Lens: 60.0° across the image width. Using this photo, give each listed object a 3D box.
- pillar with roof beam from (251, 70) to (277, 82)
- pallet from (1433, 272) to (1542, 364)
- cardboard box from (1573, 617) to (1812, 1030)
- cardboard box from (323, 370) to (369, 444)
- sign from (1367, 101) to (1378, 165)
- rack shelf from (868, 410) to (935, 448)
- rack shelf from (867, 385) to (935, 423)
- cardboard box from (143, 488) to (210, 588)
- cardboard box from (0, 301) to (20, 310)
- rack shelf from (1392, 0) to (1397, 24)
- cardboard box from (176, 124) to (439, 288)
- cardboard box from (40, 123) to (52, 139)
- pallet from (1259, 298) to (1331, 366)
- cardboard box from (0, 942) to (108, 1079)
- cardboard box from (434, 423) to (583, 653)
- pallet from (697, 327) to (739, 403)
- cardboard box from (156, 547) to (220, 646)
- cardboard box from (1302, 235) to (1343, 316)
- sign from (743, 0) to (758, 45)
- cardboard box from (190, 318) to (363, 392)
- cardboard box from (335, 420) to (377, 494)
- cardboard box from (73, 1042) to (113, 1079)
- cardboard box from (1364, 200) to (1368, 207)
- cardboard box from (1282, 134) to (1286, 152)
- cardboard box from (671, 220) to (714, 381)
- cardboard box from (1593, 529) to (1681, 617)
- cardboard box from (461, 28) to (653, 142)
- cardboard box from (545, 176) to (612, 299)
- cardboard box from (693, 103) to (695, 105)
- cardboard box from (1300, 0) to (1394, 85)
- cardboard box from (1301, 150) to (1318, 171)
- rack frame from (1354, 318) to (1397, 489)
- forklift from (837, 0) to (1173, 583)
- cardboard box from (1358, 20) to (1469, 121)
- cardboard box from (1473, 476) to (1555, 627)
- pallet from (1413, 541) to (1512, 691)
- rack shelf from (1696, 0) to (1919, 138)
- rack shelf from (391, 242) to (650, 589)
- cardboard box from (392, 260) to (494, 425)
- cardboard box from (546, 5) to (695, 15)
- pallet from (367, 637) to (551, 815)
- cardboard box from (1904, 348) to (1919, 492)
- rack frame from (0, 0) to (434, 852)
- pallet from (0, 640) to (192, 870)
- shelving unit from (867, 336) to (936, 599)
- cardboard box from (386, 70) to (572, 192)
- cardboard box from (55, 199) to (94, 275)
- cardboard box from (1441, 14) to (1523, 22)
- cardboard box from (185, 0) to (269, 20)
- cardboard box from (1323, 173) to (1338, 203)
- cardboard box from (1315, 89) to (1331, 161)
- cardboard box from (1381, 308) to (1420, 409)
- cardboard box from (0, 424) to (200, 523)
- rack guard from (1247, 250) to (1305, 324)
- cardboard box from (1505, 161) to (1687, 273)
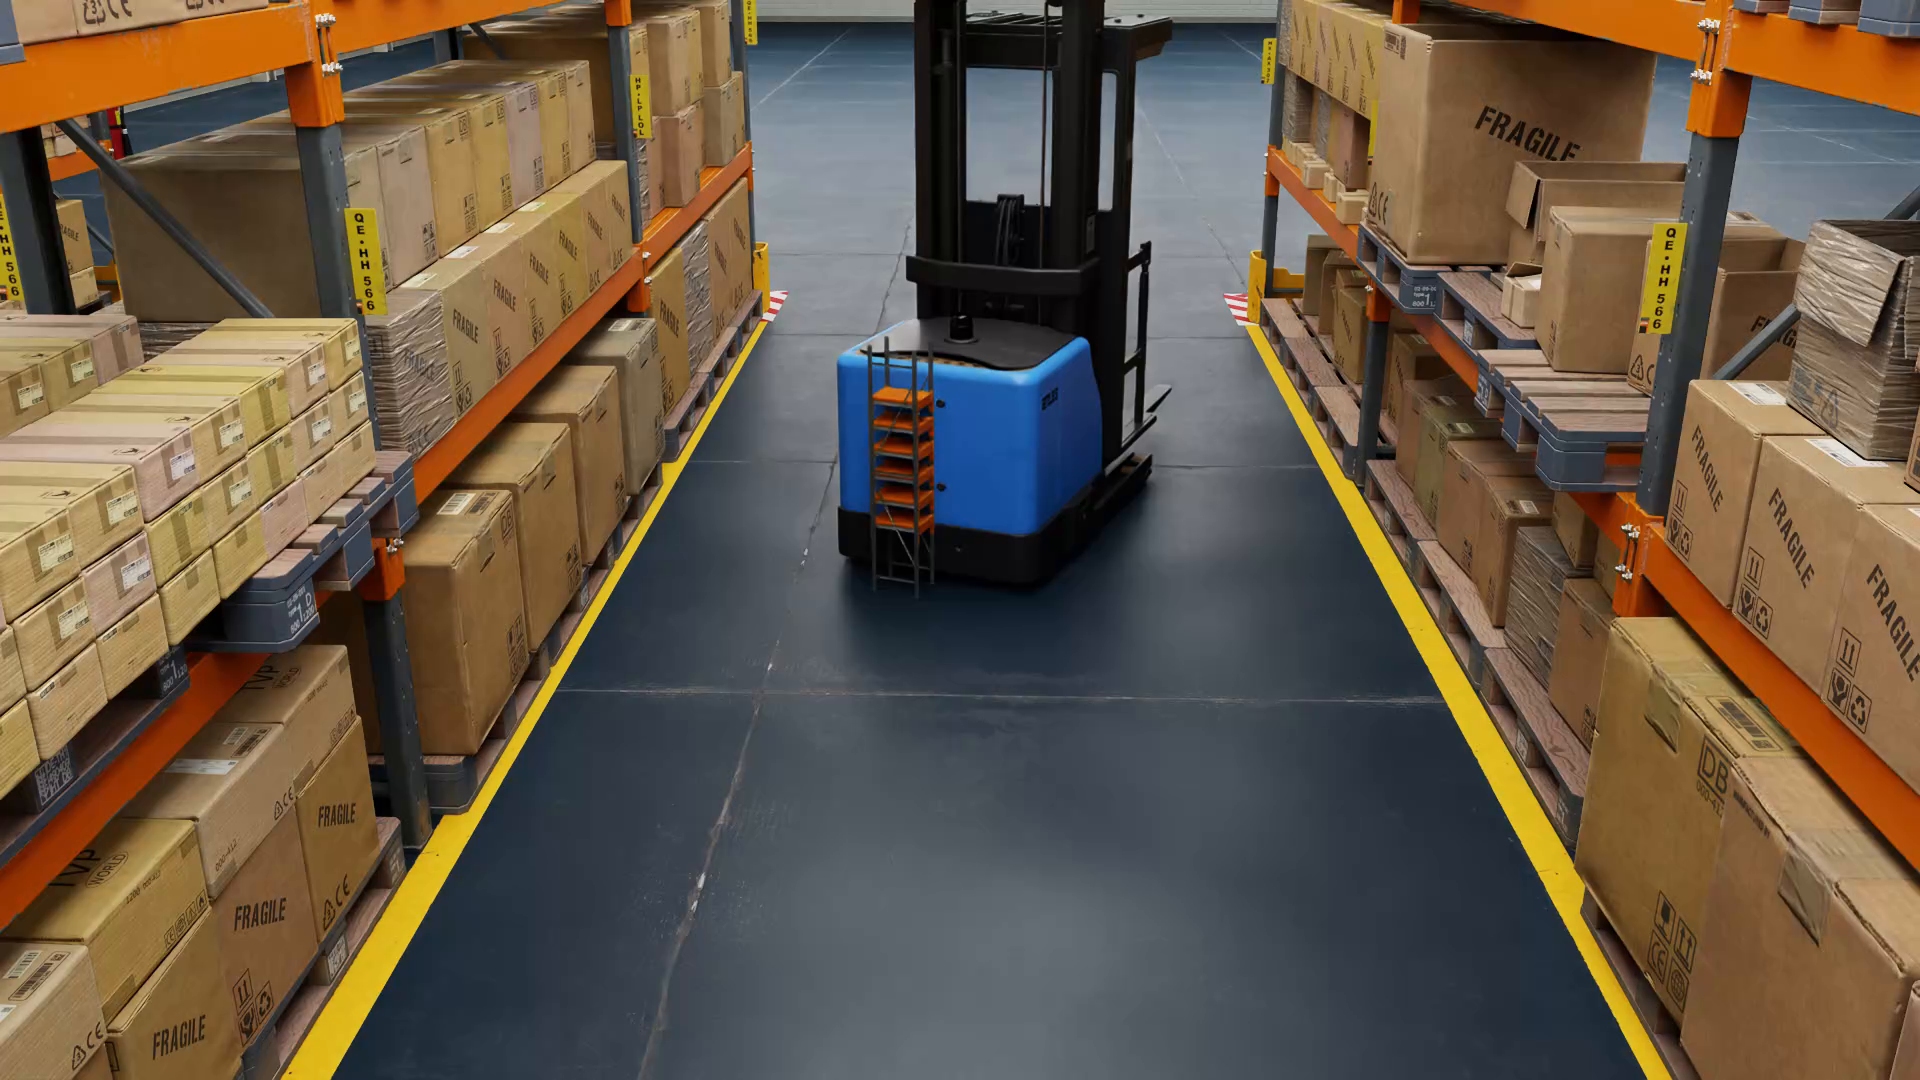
[{"bbox_3d":[-8.098,-12.327,27.858,9.100,9.000,0.400,1,21,2],"label":"pillar with roof beam"},{"bbox_3d":[2.616,-0.883,6.922,1.003,0.211,1.213,1,21,2],"label":"pallet"},{"bbox_3d":[2.555,0.788,4.708,1.225,0.875,0.875,0,21,-1],"label":"cardboard box"},{"bbox_3d":[-1.918,-0.381,4.719,0.380,0.149,0.250,1,21,3],"label":"cardboard box"},{"bbox_3d":[2.176,-2.109,8.621,0.100,0.325,0.005,1,21,2],"label":"sign"},{"bbox_3d":[-0.269,-0.511,7.647,0.258,0.103,0.180,8,23,21],"label":"rack shelf"},{"bbox_3d":[-0.269,-0.623,7.604,0.258,0.103,0.180,8,23,21],"label":"rack shelf"},{"bbox_3d":[-1.947,-0.009,3.760,0.380,0.149,0.250,0,21,1],"label":"cardboard box"},{"bbox_3d":[-6.855,-1.500,11.468,0.500,0.250,0.500,0,21,0],"label":"cardboard box"},{"bbox_3d":[2.779,-3.488,10.220,1.077,0.370,4.000,1,21,2],"label":"rack shelf"},{"bbox_3d":[-2.320,-1.205,5.967,0.700,0.500,0.500,0,21,1],"label":"cardboard box"},{"bbox_3d":[-6.826,-3.063,11.726,0.500,0.500,0.500,1,21,2],"label":"cardboard box"},{"bbox_3d":[2.778,-1.528,12.174,1.003,0.211,1.213,1,21,2],"label":"pallet"},{"bbox_3d":[-2.159,1.078,3.442,0.500,0.250,0.500,1,21,4],"label":"cardboard box"},{"bbox_3d":[-2.226,-0.029,6.987,1.050,0.750,0.750,1,21,2],"label":"cardboard box"},{"bbox_3d":[-2.100,-1.210,11.355,1.003,0.211,1.213,1,21,2],"label":"pallet"},{"bbox_3d":[-1.948,0.128,3.819,0.380,0.149,0.250,0,21,-1],"label":"cardboard box"},{"bbox_3d":[2.805,-1.953,12.291,0.500,0.500,0.500,5,22,12],"label":"cardboard box"},{"bbox_3d":[-1.572,-3.879,12.451,0.100,0.325,0.005,1,21,2],"label":"sign"},{"bbox_3d":[-1.914,-0.521,4.669,0.380,0.149,0.250,0,21,0],"label":"cardboard box"},{"bbox_3d":[-1.913,-0.242,4.773,0.380,0.149,0.250,1,21,3],"label":"cardboard box"},{"bbox_3d":[-2.175,1.424,3.588,0.500,0.500,0.500,1,21,3],"label":"cardboard box"},{"bbox_3d":[2.516,-1.846,9.487,0.380,0.149,0.250,1,21,2],"label":"cardboard box"},{"bbox_3d":[2.593,-2.931,12.283,0.380,0.149,0.250,1,21,2],"label":"cardboard box"},{"bbox_3d":[-2.123,-1.551,10.737,0.875,0.875,0.875,1,21,2],"label":"cardboard box"},{"bbox_3d":[2.587,0.112,5.904,0.500,0.250,0.500,1,21,4],"label":"cardboard box"},{"bbox_3d":[-2.190,-2.500,9.124,0.875,0.550,0.550,1,21,2],"label":"cardboard box"},{"bbox_3d":[-2.000,-1.466,8.021,0.500,0.500,0.500,0,21,1],"label":"cardboard box"},{"bbox_3d":[-2.193,-2.583,10.831,0.875,0.550,0.500,1,21,2],"label":"cardboard box"},{"bbox_3d":[2.515,-3.243,10.807,0.500,0.500,0.500,1,21,2],"label":"cardboard box"},{"bbox_3d":[2.542,-2.570,11.352,0.380,0.149,0.250,1,21,2],"label":"cardboard box"},{"bbox_3d":[2.719,-1.702,8.769,1.000,3.000,0.127,1,21,2],"label":"rack frame"},{"bbox_3d":[0.433,-1.662,8.761,1.130,2.935,3.031,8,23,21],"label":"forklift"},{"bbox_3d":[2.457,-2.519,8.944,0.500,0.500,0.500,1,21,2],"label":"cardboard box"},{"bbox_3d":[2.612,0.056,7.085,0.700,0.500,0.500,2,21,6],"label":"cardboard box"},{"bbox_3d":[2.662,0.322,7.408,1.003,0.211,1.213,1,21,2],"label":"pallet"},{"bbox_3d":[2.536,-0.596,2.766,1.077,0.370,4.000,1,21,2],"label":"rack shelf"},{"bbox_3d":[-2.297,-0.735,7.270,1.077,0.370,4.000,1,21,2],"label":"rack shelf"},{"bbox_3d":[-2.061,-0.737,6.143,0.500,0.500,0.500,0,21,1],"label":"cardboard box"},{"bbox_3d":[-2.242,-3.278,11.131,0.875,0.550,0.550,1,21,2],"label":"cardboard box"},{"bbox_3d":[-2.258,0.669,6.514,1.003,0.211,1.213,1,21,2],"label":"pallet"},{"bbox_3d":[2.536,-0.270,3.554,0.797,0.503,0.637,1,21,3],"label":"cardboard box"},{"bbox_3d":[-2.358,-0.347,5.277,1.000,3.000,0.127,1,21,2],"label":"rack frame"},{"bbox_3d":[-2.377,0.459,3.465,1.003,0.211,1.213,1,21,2],"label":"pallet"},{"bbox_3d":[-0.269,-0.329,7.718,0.258,1.200,0.189,8,23,21],"label":"shelving unit"},{"bbox_3d":[-2.259,-1.940,7.863,0.700,0.500,0.500,0,21,1],"label":"cardboard box"},{"bbox_3d":[-6.829,-2.228,12.309,0.500,0.500,0.500,1,21,2],"label":"cardboard box"},{"bbox_3d":[3.000,-2.694,9.394,0.500,0.500,0.500,1,21,2],"label":"cardboard box"},{"bbox_3d":[-2.121,-1.583,4.177,0.500,0.500,0.500,1,21,2],"label":"cardboard box"},{"bbox_3d":[2.492,-2.208,10.421,0.380,0.149,0.250,1,21,2],"label":"cardboard box"},{"bbox_3d":[2.842,-2.773,10.979,0.875,0.500,0.500,1,21,2],"label":"cardboard box"},{"bbox_3d":[2.781,-1.084,10.051,0.500,0.500,0.500,8,22,19],"label":"cardboard box"},{"bbox_3d":[-1.950,-0.152,3.717,0.380,0.149,0.250,1,21,2],"label":"cardboard box"},{"bbox_3d":[2.838,-1.956,12.878,1.175,0.500,0.348,1,21,2],"label":"rack guard"},{"bbox_3d":[2.758,-1.318,7.057,0.797,0.503,0.637,3,21,7],"label":"cardboard box"}]
